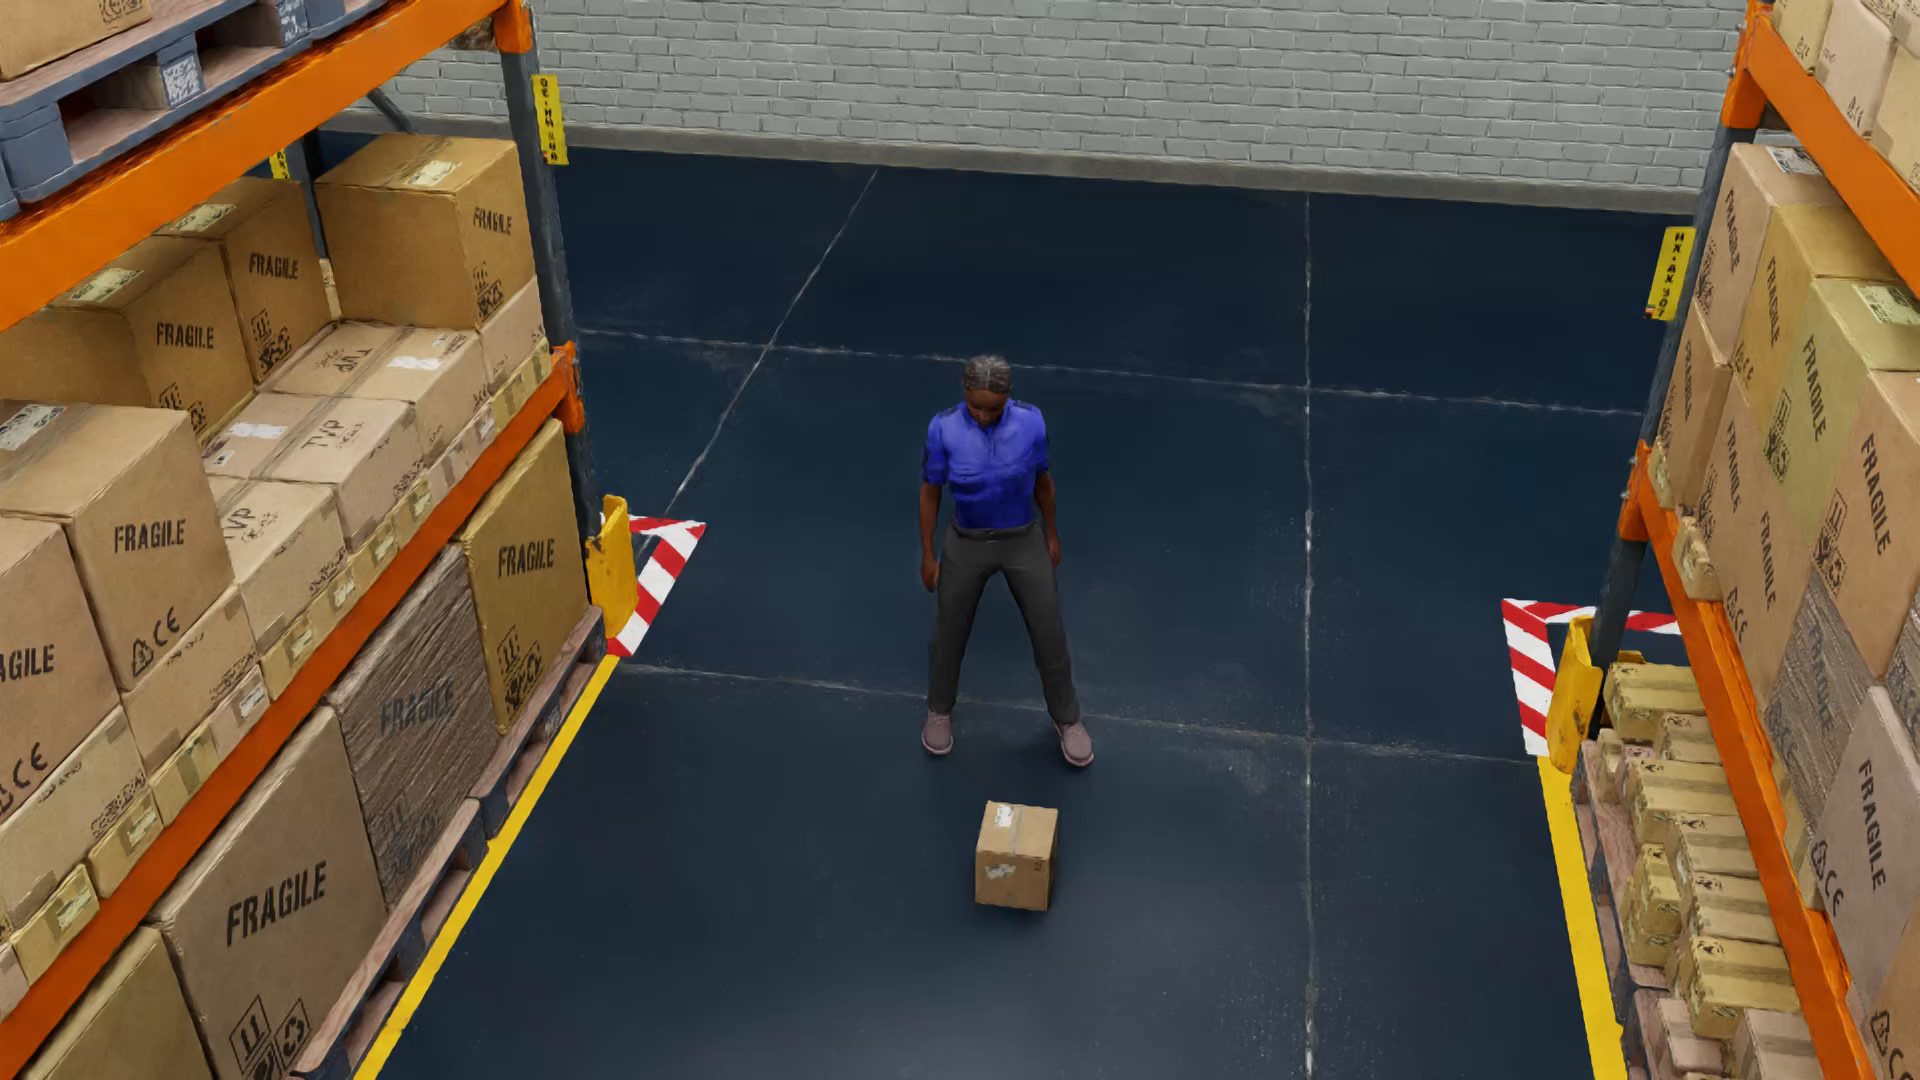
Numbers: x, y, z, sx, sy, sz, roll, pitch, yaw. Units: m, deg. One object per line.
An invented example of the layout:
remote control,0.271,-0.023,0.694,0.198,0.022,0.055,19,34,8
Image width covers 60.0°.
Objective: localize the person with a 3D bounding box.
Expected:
person,0.177,0.075,6.000,0.649,1.647,0.426,-3,33,-4
